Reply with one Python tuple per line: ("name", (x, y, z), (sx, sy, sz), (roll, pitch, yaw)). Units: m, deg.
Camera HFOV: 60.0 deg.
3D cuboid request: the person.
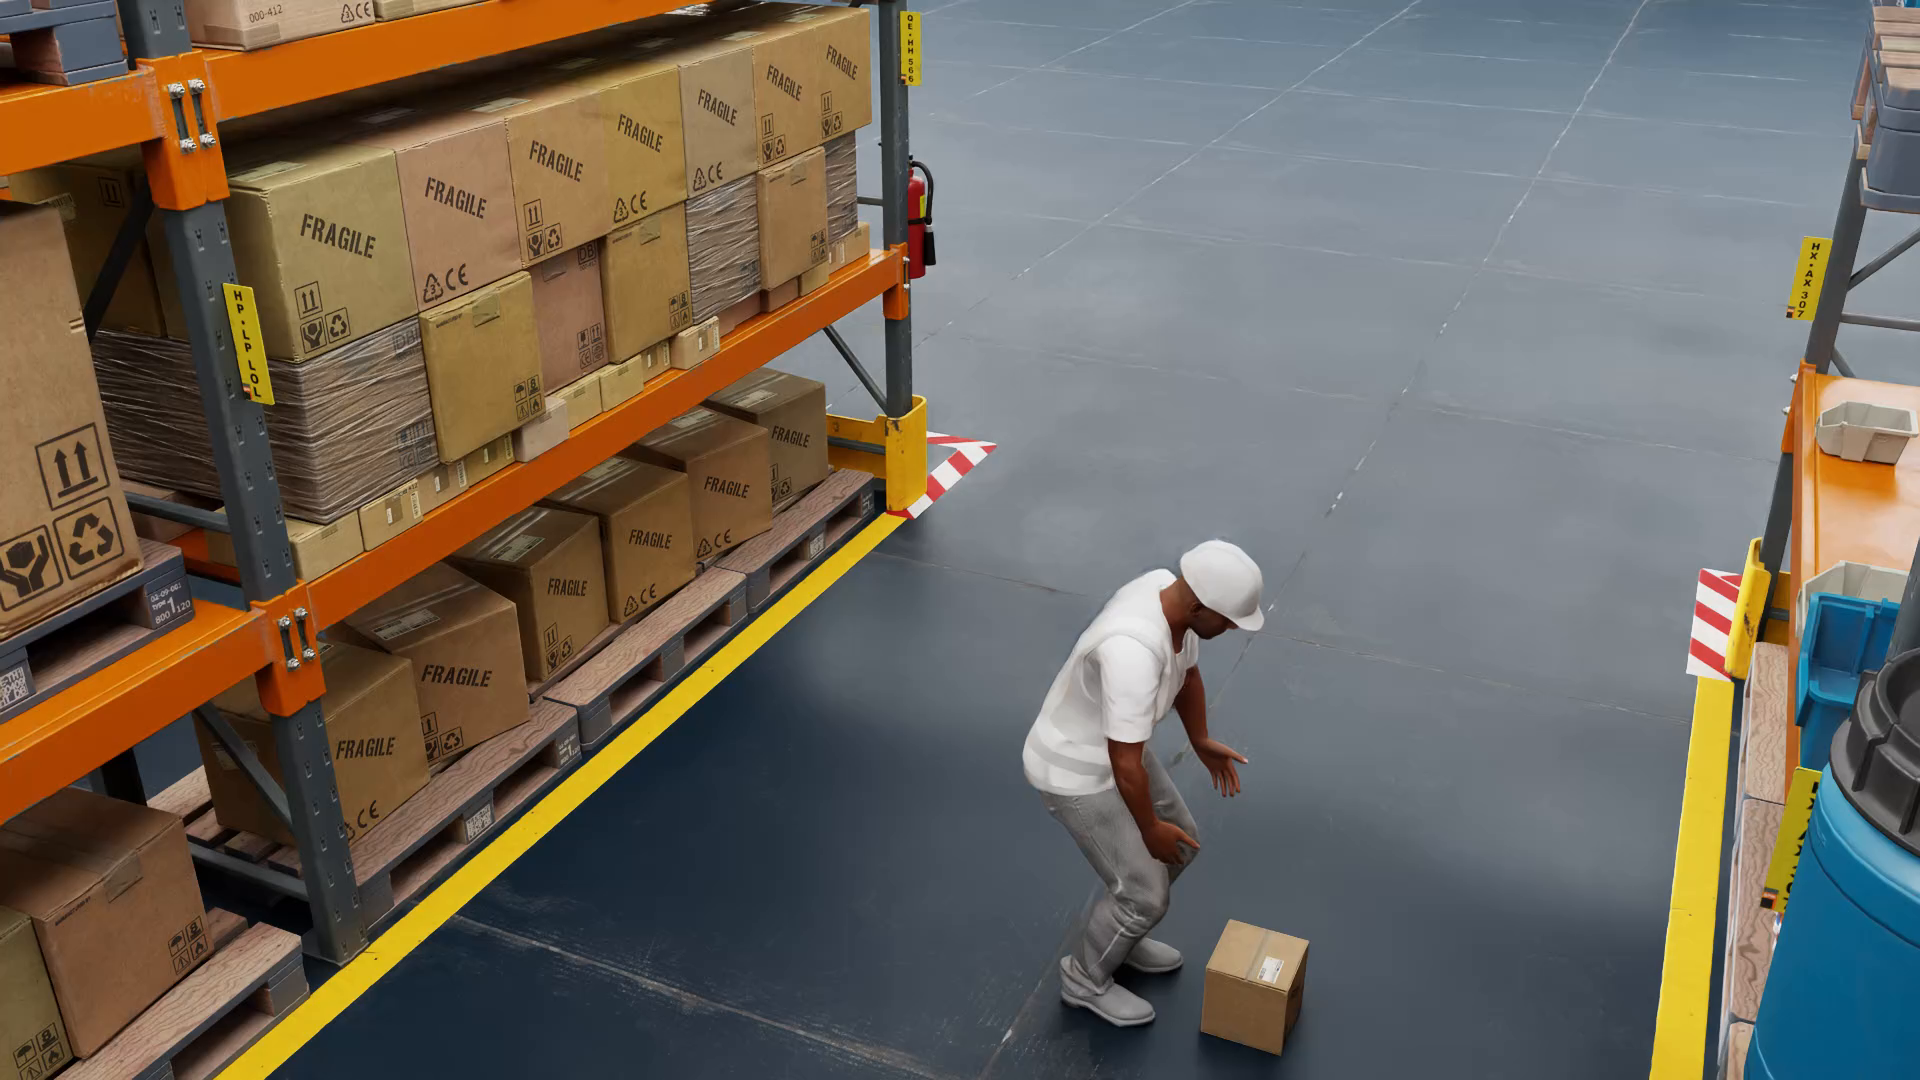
("person", (0.533, 0.677, 4.925), (0.644, 1.568, 0.622), (12, 28, 22))
